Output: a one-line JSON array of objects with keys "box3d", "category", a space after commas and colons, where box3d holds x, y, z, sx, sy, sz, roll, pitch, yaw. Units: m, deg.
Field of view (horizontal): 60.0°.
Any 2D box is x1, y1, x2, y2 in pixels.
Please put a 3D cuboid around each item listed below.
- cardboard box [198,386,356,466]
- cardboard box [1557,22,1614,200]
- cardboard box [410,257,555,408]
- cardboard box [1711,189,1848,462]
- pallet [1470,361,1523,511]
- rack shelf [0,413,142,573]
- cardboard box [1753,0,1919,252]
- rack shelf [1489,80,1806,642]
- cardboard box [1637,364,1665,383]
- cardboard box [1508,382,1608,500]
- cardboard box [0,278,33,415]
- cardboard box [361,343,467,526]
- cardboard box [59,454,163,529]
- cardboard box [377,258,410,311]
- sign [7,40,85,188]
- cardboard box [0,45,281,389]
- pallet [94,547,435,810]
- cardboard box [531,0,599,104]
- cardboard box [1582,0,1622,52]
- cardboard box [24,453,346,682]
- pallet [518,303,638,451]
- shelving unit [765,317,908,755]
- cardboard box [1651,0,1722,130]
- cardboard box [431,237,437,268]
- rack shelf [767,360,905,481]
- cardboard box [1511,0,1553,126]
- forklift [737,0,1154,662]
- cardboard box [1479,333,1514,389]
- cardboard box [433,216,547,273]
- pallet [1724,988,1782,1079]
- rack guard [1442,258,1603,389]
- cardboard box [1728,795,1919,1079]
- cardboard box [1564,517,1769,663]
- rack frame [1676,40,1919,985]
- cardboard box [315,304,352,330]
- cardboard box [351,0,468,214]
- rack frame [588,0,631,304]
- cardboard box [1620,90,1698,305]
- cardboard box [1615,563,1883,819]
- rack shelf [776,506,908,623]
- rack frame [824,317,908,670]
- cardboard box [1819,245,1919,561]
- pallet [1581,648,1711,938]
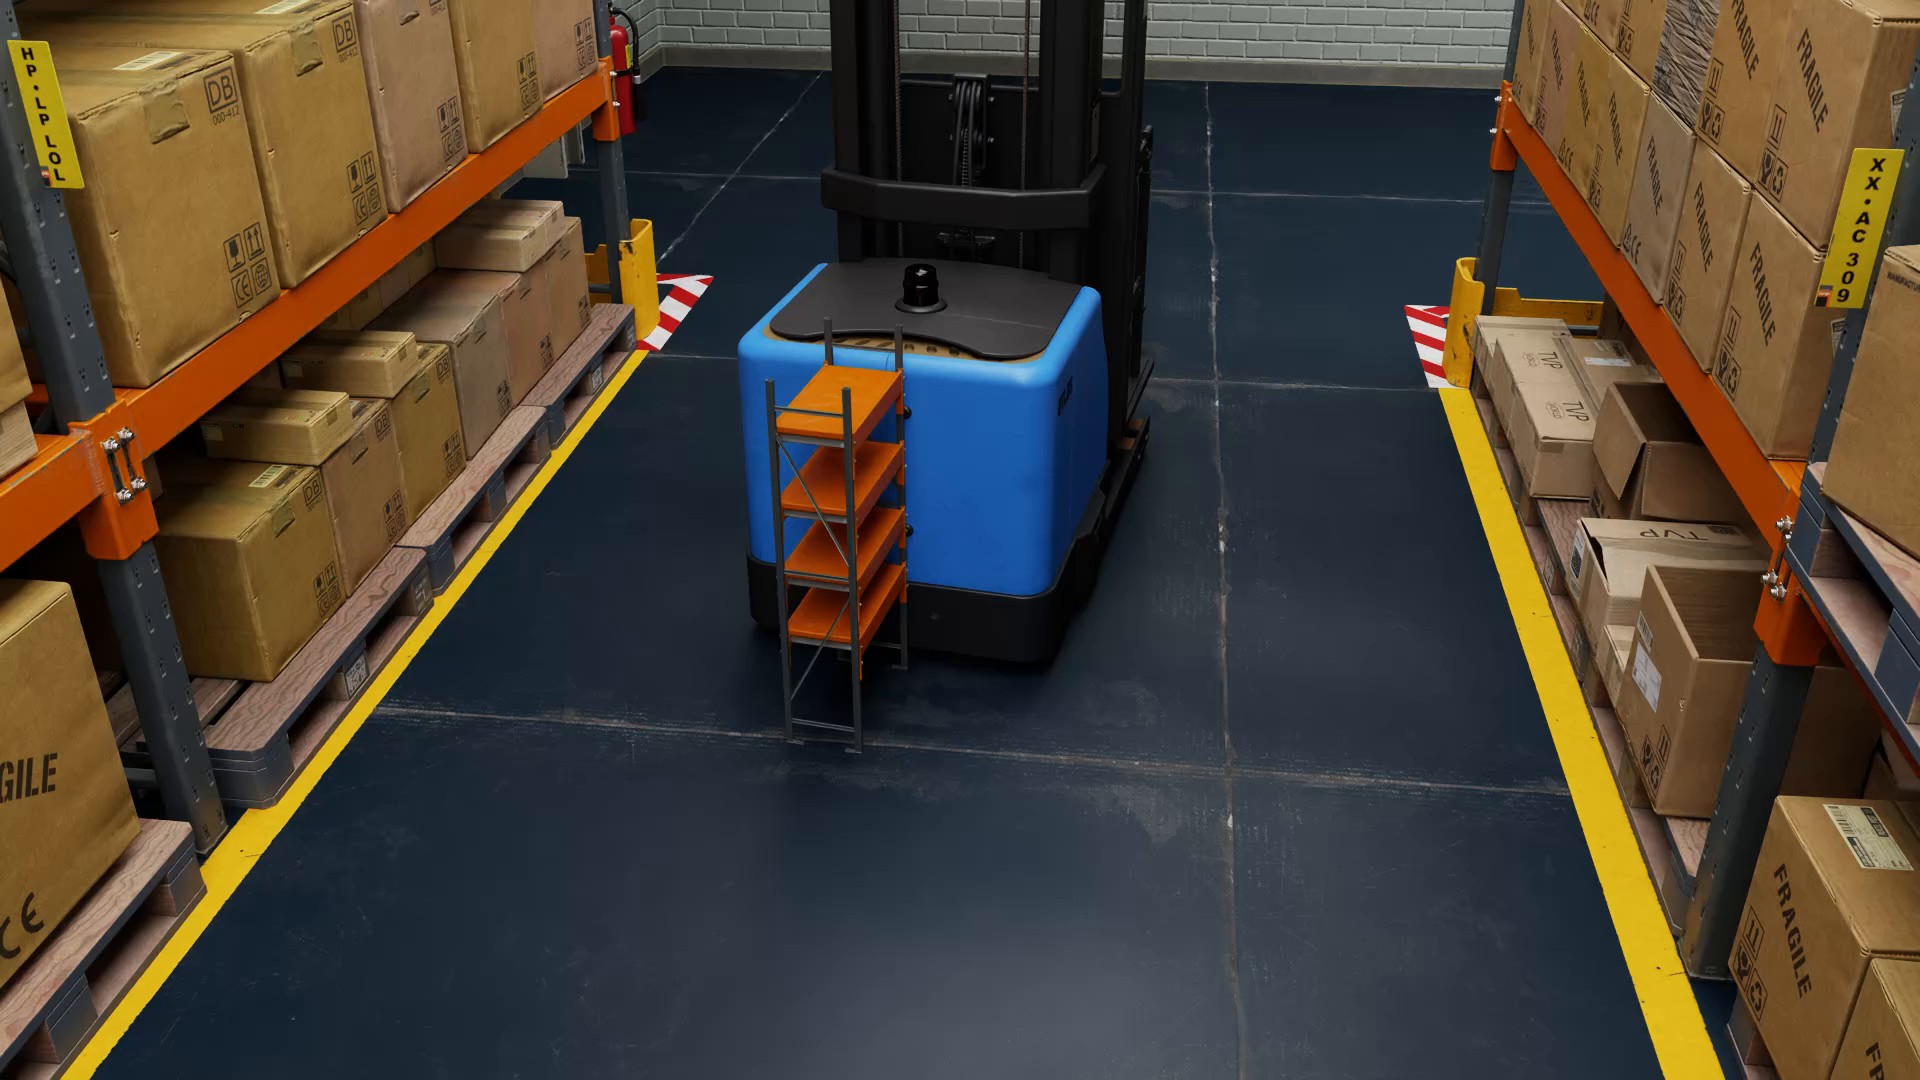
[{"box3d": [-2.161, -0.363, 5.271, 0.380, 0.149, 0.250, 4, 29, 8], "category": "cardboard box"}, {"box3d": [2.391, -1.465, 5.701, 0.500, 0.500, 0.500, 3, 28, 6], "category": "cardboard box"}, {"box3d": [-2.135, -0.893, 6.938, 0.700, 0.500, 0.500, 3, 28, 6], "category": "cardboard box"}, {"box3d": [2.146, -0.505, 3.919, 0.500, 0.500, 0.500, 4, 29, 7], "category": "cardboard box"}, {"box3d": [2.723, -0.455, 6.872, 1.003, 0.211, 1.213, 3, 28, 6], "category": "pallet"}, {"box3d": [-2.823, 0.761, 2.433, 1.077, 0.370, 4.000, 3, 28, 6], "category": "rack shelf"}, {"box3d": [2.144, -0.948, 3.687, 0.500, 0.500, 0.500, 3, 29, 6], "category": "cardboard box"}, {"box3d": [2.584, -0.835, 5.397, 1.077, 0.370, 4.000, 3, 28, 6], "category": "rack shelf"}, {"box3d": [2.868, -0.584, 6.695, 0.380, 0.166, 0.250, 3, 28, 6], "category": "cardboard box"}, {"box3d": [2.359, -0.367, 6.203, 0.500, 0.250, 0.500, 3, 28, 6], "category": "cardboard box"}, {"box3d": [-2.384, -0.449, 3.480, 0.500, 0.500, 0.500, 3, 28, 5], "category": "cardboard box"}, {"box3d": [-2.254, -0.405, 6.032, 0.700, 0.500, 0.500, 4, 29, 7], "category": "cardboard box"}, {"box3d": [-2.599, -0.156, 4.886, 0.380, 0.149, 0.250, 3, 28, 6], "category": "cardboard box"}, {"box3d": [-2.380, -1.009, 6.469, 0.380, 0.149, 0.250, 4, 29, 7], "category": "cardboard box"}, {"box3d": [-2.038, -0.945, 3.704, 0.100, 0.325, 0.005, 3, 28, 6], "category": "sign"}, {"box3d": [-2.495, -0.883, 4.411, 0.980, 0.700, 0.700, 4, 29, 7], "category": "cardboard box"}, {"box3d": [-2.407, 0.377, 5.327, 1.003, 0.211, 1.213, 3, 28, 6], "category": "pallet"}, {"box3d": [-2.140, -2.271, 6.987, 0.980, 0.700, 0.700, 5, 29, 9], "category": "cardboard box"}, {"box3d": [2.391, -1.903, 5.459, 0.500, 0.500, 0.500, 4, 29, 7], "category": "cardboard box"}, {"box3d": [-2.384, 0.073, 5.145, 0.700, 0.500, 0.500, 4, 29, 7], "category": "cardboard box"}, {"box3d": [-2.108, -0.771, 7.459, 1.003, 0.211, 1.213, 3, 28, 6], "category": "pallet"}, {"box3d": [-0.350, -0.006, 4.996, 0.258, 1.200, 0.503, 7, 29, 13], "category": "shelving unit"}, {"box3d": [2.266, -1.427, 4.576, 0.500, 0.500, 0.500, 4, 29, 7], "category": "cardboard box"}, {"box3d": [-2.318, -1.246, 6.910, 0.380, 0.149, 0.250, 3, 29, 6], "category": "cardboard box"}, {"box3d": [-0.350, -0.352, 4.810, 0.258, 0.148, 0.480, 7, 29, 13], "category": "rack shelf"}, {"box3d": [2.513, -1.944, 6.590, 0.500, 0.500, 0.500, 4, 29, 7], "category": "cardboard box"}, {"box3d": [0.161, -1.579, 6.090, 1.130, 2.935, 3.031, 7, 29, 13], "category": "forklift"}, {"box3d": [2.406, -0.745, 6.994, 0.380, 0.166, 0.250, 3, 28, 6], "category": "cardboard box"}, {"box3d": [-1.939, -1.223, 6.866, 0.380, 0.149, 0.250, 4, 29, 8], "category": "cardboard box"}, {"box3d": [2.277, 1.402, 3.425, 1.003, 0.211, 1.213, 3, 28, 6], "category": "pallet"}, {"box3d": [2.820, -0.957, 7.500, 1.175, 0.500, 0.348, 3, 28, 6], "category": "rack guard"}, {"box3d": [2.038, 0.910, 3.571, 0.500, 0.500, 0.500, 2, 28, 4], "category": "cardboard box"}, {"box3d": [2.219, 0.142, 5.196, 0.500, 0.311, 0.500, 3, 28, 6], "category": "cardboard box"}, {"box3d": [2.339, -0.211, 3.479, 1.000, 3.000, 0.127, 3, 28, 6], "category": "rack frame"}, {"box3d": [-2.442, -0.769, 6.023, 0.380, 0.149, 0.250, 3, 28, 5], "category": "cardboard box"}, {"box3d": [-2.321, -1.570, 5.685, 0.980, 0.700, 0.700, 2, 28, 4], "category": "cardboard box"}, {"box3d": [-2.087, -2.380, 7.505, 1.000, 3.000, 0.127, 3, 28, 6], "category": "rack frame"}, {"box3d": [2.268, -0.990, 4.819, 0.500, 0.500, 0.500, 4, 29, 7], "category": "cardboard box"}, {"box3d": [2.128, 0.411, 4.495, 0.500, 0.500, 0.500, 3, 28, 6], "category": "cardboard box"}, {"box3d": [-0.350, 0.053, 5.028, 0.258, 0.148, 0.480, 7, 29, 13], "category": "rack shelf"}, {"box3d": [-0.287, -0.118, 5.204, 0.240, 1.200, 0.015, 7, 29, 13], "category": "rack frame"}, {"box3d": [2.059, -0.230, 2.965, 0.700, 0.500, 0.500, -6, 29, -11], "category": "cardboard box"}, {"box3d": [2.424, 0.694, 4.740, 1.003, 0.211, 1.213, 3, 28, 6], "category": "pallet"}]
